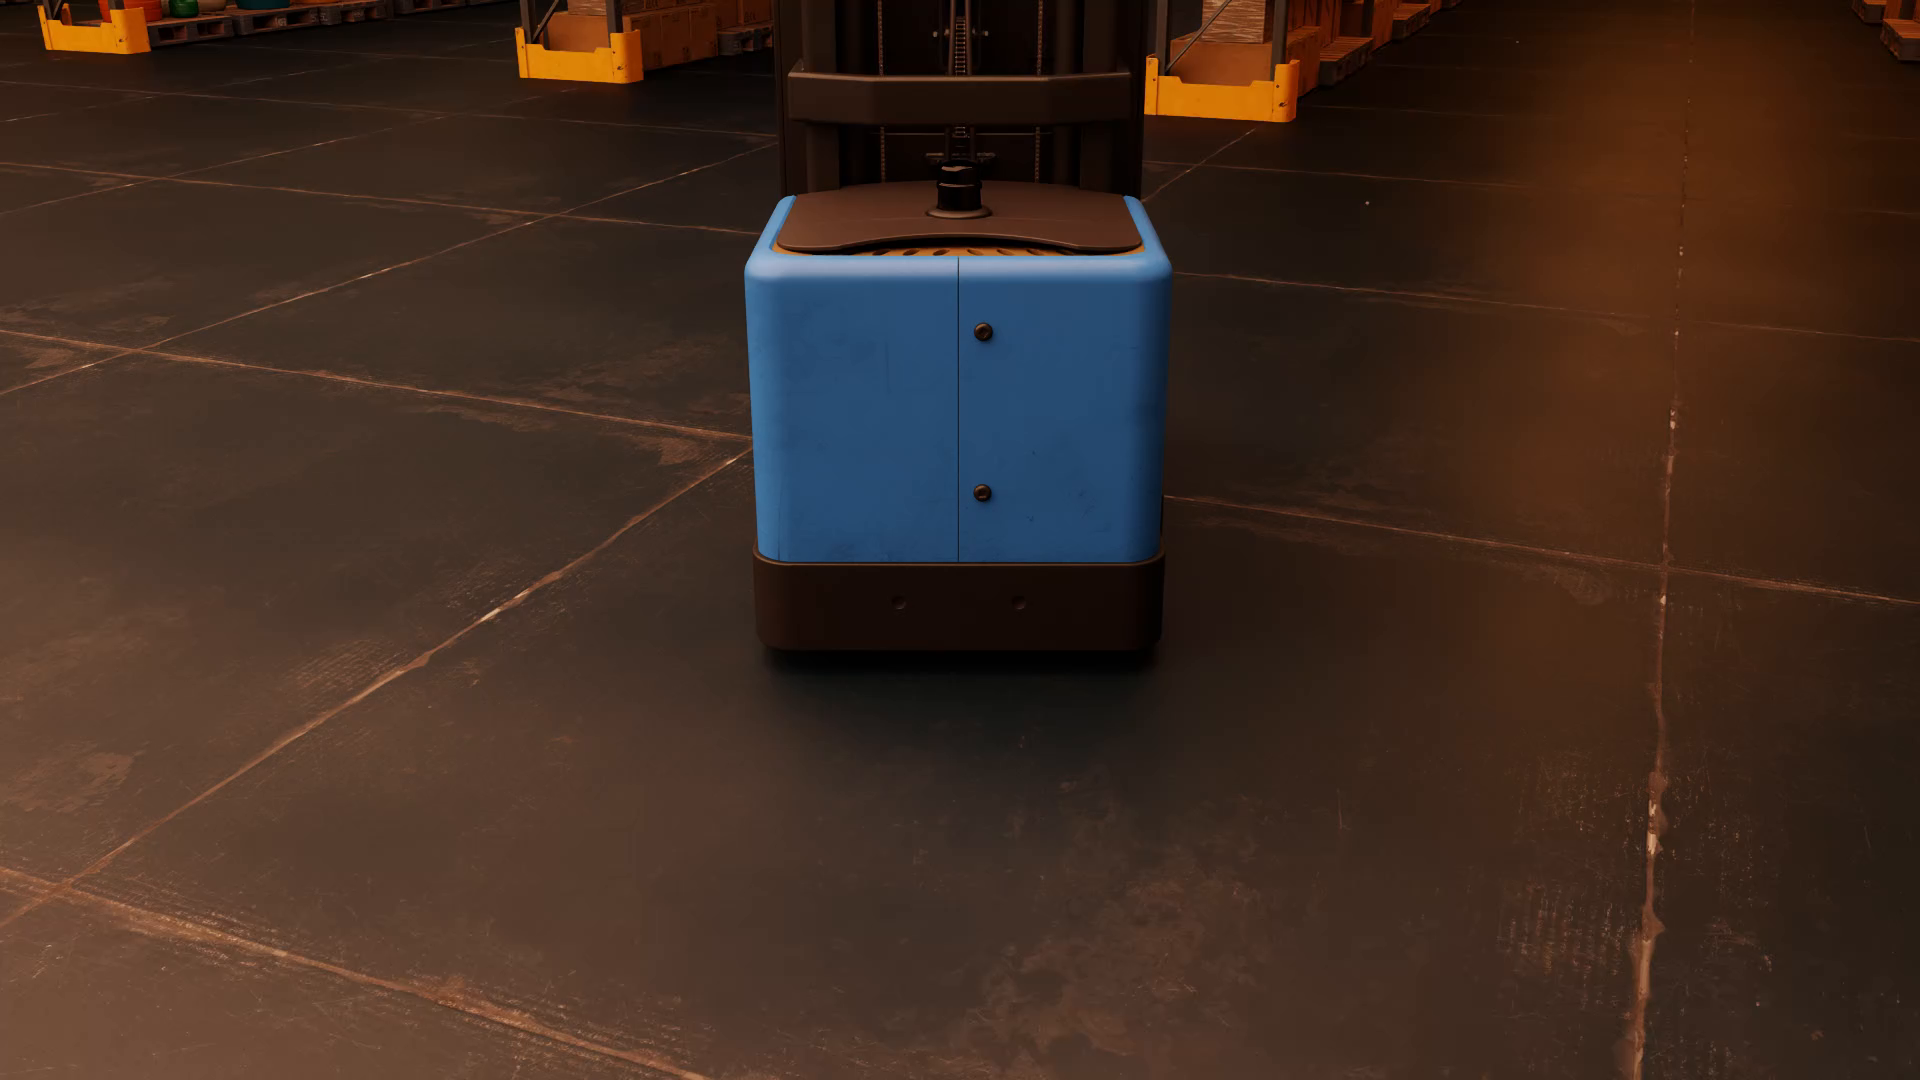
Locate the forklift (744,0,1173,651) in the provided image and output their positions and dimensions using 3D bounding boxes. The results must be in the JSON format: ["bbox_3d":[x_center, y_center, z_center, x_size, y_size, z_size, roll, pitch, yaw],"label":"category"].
[{"bbox_3d":[0.002,-1.587,5.089,1.130,2.935,3.031,0,23,0],"label":"forklift"}]
